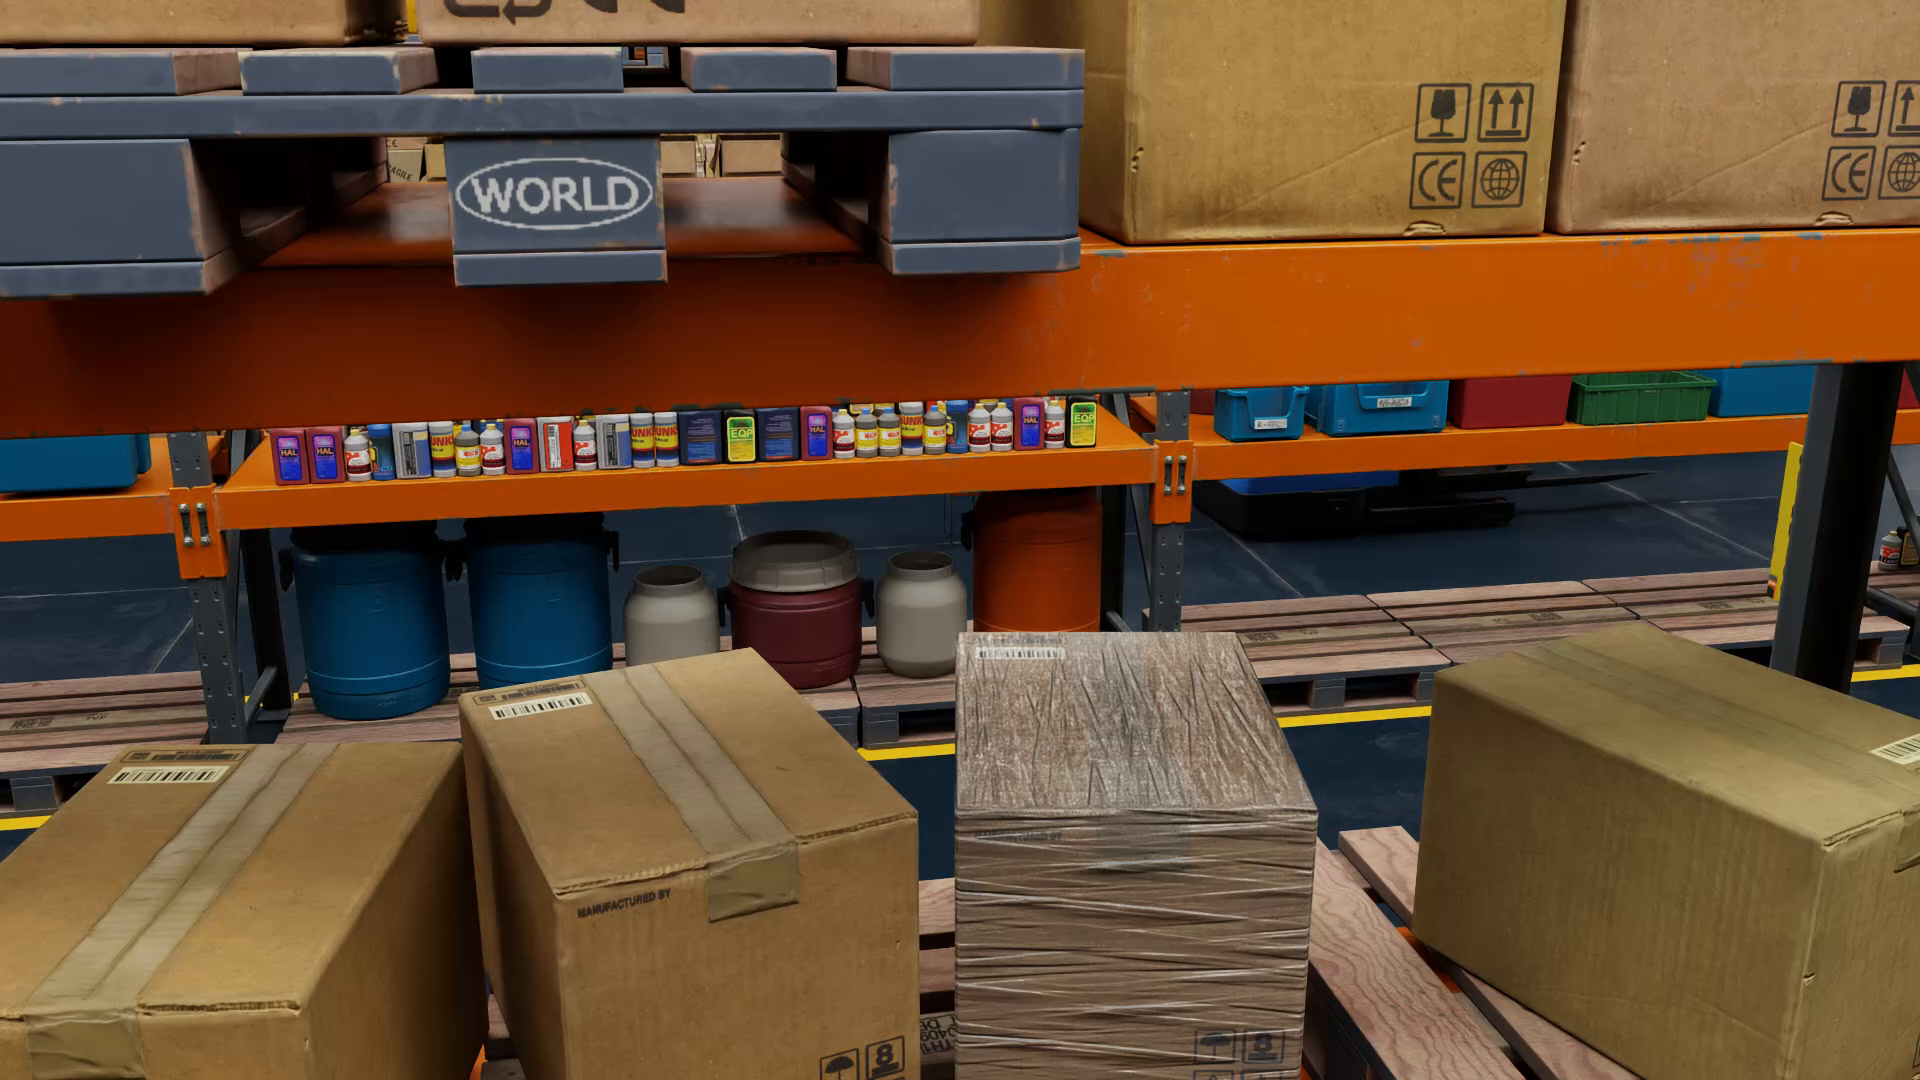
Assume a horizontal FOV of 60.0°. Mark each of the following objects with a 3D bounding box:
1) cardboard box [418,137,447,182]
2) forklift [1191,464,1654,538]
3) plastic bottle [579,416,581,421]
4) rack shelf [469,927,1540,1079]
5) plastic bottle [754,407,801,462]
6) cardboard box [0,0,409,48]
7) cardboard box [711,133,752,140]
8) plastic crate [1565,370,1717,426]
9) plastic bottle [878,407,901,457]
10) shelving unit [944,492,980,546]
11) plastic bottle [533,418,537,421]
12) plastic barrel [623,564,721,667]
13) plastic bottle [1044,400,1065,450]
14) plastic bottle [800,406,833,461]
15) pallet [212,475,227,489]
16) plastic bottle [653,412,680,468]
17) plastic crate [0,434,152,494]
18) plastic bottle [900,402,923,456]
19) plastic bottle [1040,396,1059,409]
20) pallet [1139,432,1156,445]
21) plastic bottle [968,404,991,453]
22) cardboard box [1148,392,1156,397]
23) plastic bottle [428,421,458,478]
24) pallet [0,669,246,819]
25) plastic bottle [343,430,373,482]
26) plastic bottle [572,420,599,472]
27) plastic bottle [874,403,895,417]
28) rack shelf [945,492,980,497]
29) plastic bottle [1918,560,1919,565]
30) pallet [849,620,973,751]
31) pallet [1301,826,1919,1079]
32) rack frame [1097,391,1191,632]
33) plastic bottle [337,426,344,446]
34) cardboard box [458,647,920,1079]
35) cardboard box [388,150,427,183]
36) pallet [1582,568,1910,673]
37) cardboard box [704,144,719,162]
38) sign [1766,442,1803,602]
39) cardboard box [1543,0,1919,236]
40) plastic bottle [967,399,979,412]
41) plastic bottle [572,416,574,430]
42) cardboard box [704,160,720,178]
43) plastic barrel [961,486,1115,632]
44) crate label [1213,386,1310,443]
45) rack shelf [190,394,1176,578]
[{"bbox_3d":[-3.404,-2.511,11.500,0.637,0.503,0.797,-4,17,-12],"label":"cardboard box"},{"bbox_3d":[3.052,-1.626,10.615,3.031,2.935,1.130,-4,18,-13],"label":"forklift"},{"bbox_3d":[-1.778,-0.630,7.465,0.135,0.276,0.152,-3,17,-10],"label":"plastic bottle"},{"bbox_3d":[-0.190,1.143,2.708,4.000,0.370,1.077,-3,17,-10],"label":"rack shelf"},{"bbox_3d":[-0.765,-0.511,6.951,0.185,0.351,0.144,-3,17,-10],"label":"plastic bottle"},{"bbox_3d":[-0.993,-0.871,1.873,0.600,0.600,0.600,-3,17,-11],"label":"cardboard box"},{"bbox_3d":[-2.912,-5.063,21.091,0.500,0.250,0.500,-4,17,-12],"label":"cardboard box"},{"bbox_3d":[3.109,-0.684,7.791,0.662,0.188,0.450,-3,17,-10],"label":"plastic crate"},{"bbox_3d":[-0.300,-0.459,7.036,0.097,0.201,0.097,0,17,0],"label":"plastic bottle"},{"bbox_3d":[0.014,-0.574,10.138,0.189,1.200,0.258,-3,17,-10],"label":"shelving unit"},{"bbox_3d":[-1.868,-0.585,7.327,0.097,0.271,0.097,0,17,0],"label":"plastic bottle"},{"bbox_3d":[-1.286,0.400,7.423,0.421,0.512,0.421,0,17,0],"label":"plastic barrel"},{"bbox_3d":[0.405,-0.499,7.167,0.097,0.201,0.097,0,17,0],"label":"plastic bottle"},{"bbox_3d":[-0.601,-0.476,6.951,0.133,0.283,0.061,-3,17,-10],"label":"plastic bottle"},{"bbox_3d":[-4.791,-0.593,11.883,1.213,0.211,1.003,-3,17,-10],"label":"pallet"},{"bbox_3d":[-1.212,-0.441,6.858,0.097,0.271,0.097,0,17,0],"label":"plastic bottle"},{"bbox_3d":[-3.483,-0.415,6.478,0.575,0.384,0.392,-3,17,-10],"label":"plastic crate"},{"bbox_3d":[-0.204,-0.498,7.044,0.097,0.271,0.097,0,17,0],"label":"plastic bottle"},{"bbox_3d":[0.380,-0.707,7.715,0.135,0.276,0.152,-3,17,-10],"label":"plastic bottle"},{"bbox_3d":[1.861,-0.946,13.031,1.213,0.211,1.003,-3,17,-10],"label":"pallet"},{"bbox_3d":[0.082,-0.481,7.107,0.097,0.201,0.097,0,17,0],"label":"plastic bottle"},{"bbox_3d":[1.650,-1.295,12.928,0.500,0.500,0.700,-2,17,-6],"label":"cardboard box"},{"bbox_3d":[-2.085,-0.391,6.696,0.097,0.271,0.097,0,17,0],"label":"plastic bottle"},{"bbox_3d":[-3.804,0.867,7.129,1.213,0.211,1.003,-3,17,-10],"label":"pallet"},{"bbox_3d":[-2.408,-0.340,6.647,0.097,0.201,0.097,0,17,0],"label":"plastic bottle"},{"bbox_3d":[-1.535,-0.389,6.808,0.097,0.201,0.097,0,17,0],"label":"plastic bottle"},{"bbox_3d":[-0.353,-0.683,7.766,0.097,0.201,0.097,0,17,0],"label":"plastic bottle"},{"bbox_3d":[0.014,-0.302,10.222,0.180,0.103,0.258,-3,17,-10],"label":"rack shelf"},{"bbox_3d":[5.343,-0.027,9.052,0.185,0.351,0.144,-4,17,-12],"label":"plastic bottle"},{"bbox_3d":[0.071,0.648,7.842,1.213,0.211,1.003,-3,17,-10],"label":"pallet"},{"bbox_3d":[1.121,0.837,2.805,1.003,0.211,1.213,-3,17,-10],"label":"pallet"},{"bbox_3d":[0.838,-0.741,7.615,0.127,3.000,1.000,-3,17,-10],"label":"rack frame"},{"bbox_3d":[-2.722,-0.503,7.180,0.097,0.201,0.097,0,17,0],"label":"plastic bottle"},{"bbox_3d":[-0.431,0.545,2.542,0.500,0.500,0.700,-8,19,-24],"label":"cardboard box"},{"bbox_3d":[-5.292,-3.463,15.801,0.500,0.500,0.500,-3,17,-10],"label":"cardboard box"},{"bbox_3d":[4.001,0.424,8.571,1.213,0.211,1.003,-3,17,-10],"label":"pallet"},{"bbox_3d":[-2.341,-3.754,16.125,0.250,0.149,0.380,-3,17,-10],"label":"cardboard box"},{"bbox_3d":[1.665,-0.026,3.316,0.005,0.325,0.100,-3,17,-10],"label":"sign"},{"bbox_3d":[0.851,-0.732,2.307,0.500,0.500,0.910,-3,17,-10],"label":"cardboard box"},{"bbox_3d":[0.020,-0.749,7.840,0.133,0.283,0.061,-3,17,-10],"label":"plastic bottle"},{"bbox_3d":[-1.683,-0.470,6.945,0.135,0.276,0.152,-3,17,-10],"label":"plastic bottle"},{"bbox_3d":[-2.353,-3.610,16.164,0.250,0.149,0.380,-3,17,-11],"label":"cardboard box"},{"bbox_3d":[0.360,0.128,7.767,0.708,0.830,0.600,-3,17,-10],"label":"plastic barrel"},{"bbox_3d":[1.322,-0.576,7.364,0.416,0.233,0.303,-3,17,-10],"label":"crate label"},{"bbox_3d":[-1.126,-0.286,7.358,4.000,0.370,1.077,-3,17,-10],"label":"rack shelf"}]
